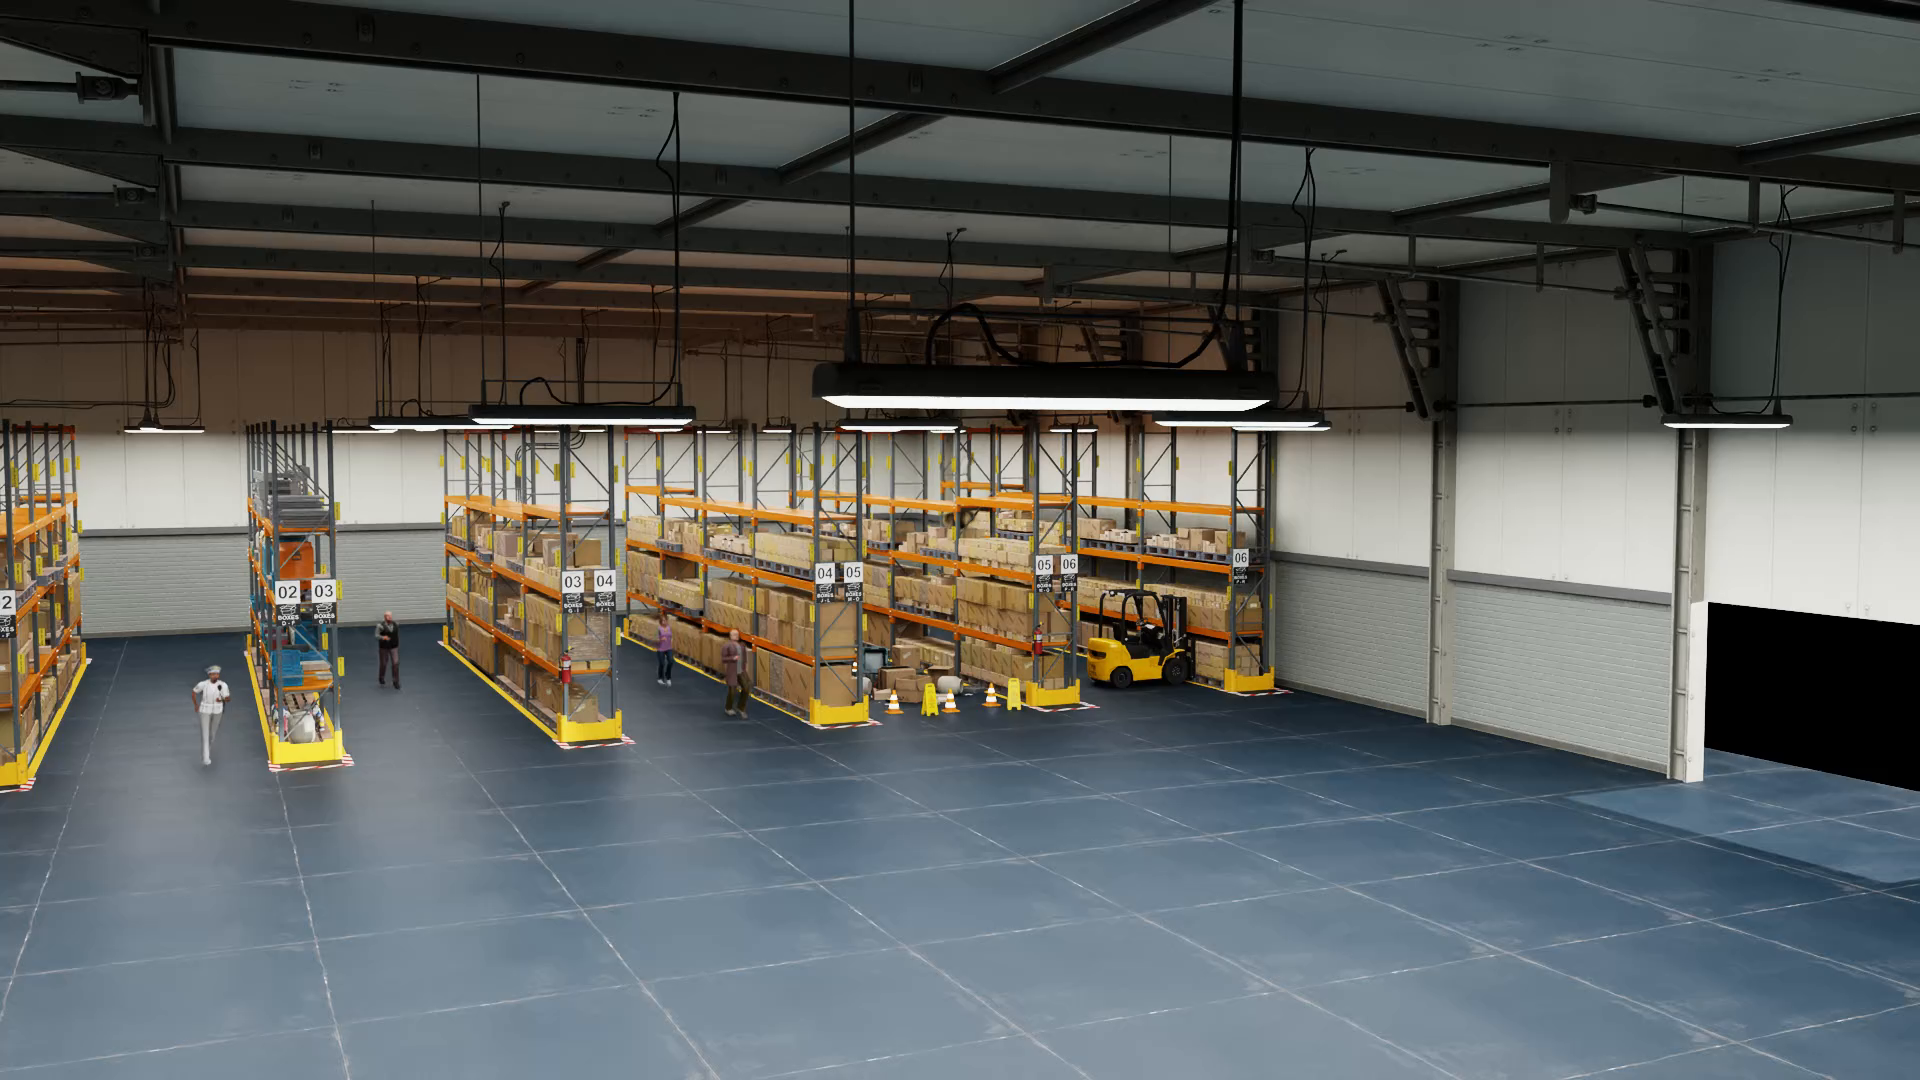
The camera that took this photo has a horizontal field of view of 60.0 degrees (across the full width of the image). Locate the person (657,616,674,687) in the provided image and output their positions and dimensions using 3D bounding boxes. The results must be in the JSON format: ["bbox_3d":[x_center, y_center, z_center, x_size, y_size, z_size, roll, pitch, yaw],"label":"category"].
[{"bbox_3d":[-6.749,2.550,38.014,0.480,1.631,0.653,-2,4,-27],"label":"person"}]

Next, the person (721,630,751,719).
[{"bbox_3d":[-4.515,2.731,33.718,0.685,1.826,0.710,-2,4,-35],"label":"person"}]

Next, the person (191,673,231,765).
[{"bbox_3d":[-13.057,3.043,29.063,0.593,1.630,0.971,-3,4,-36],"label":"person"}]

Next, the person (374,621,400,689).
[{"bbox_3d":[-13.035,2.584,37.868,0.610,1.562,0.882,-2,4,-33],"label":"person"}]
